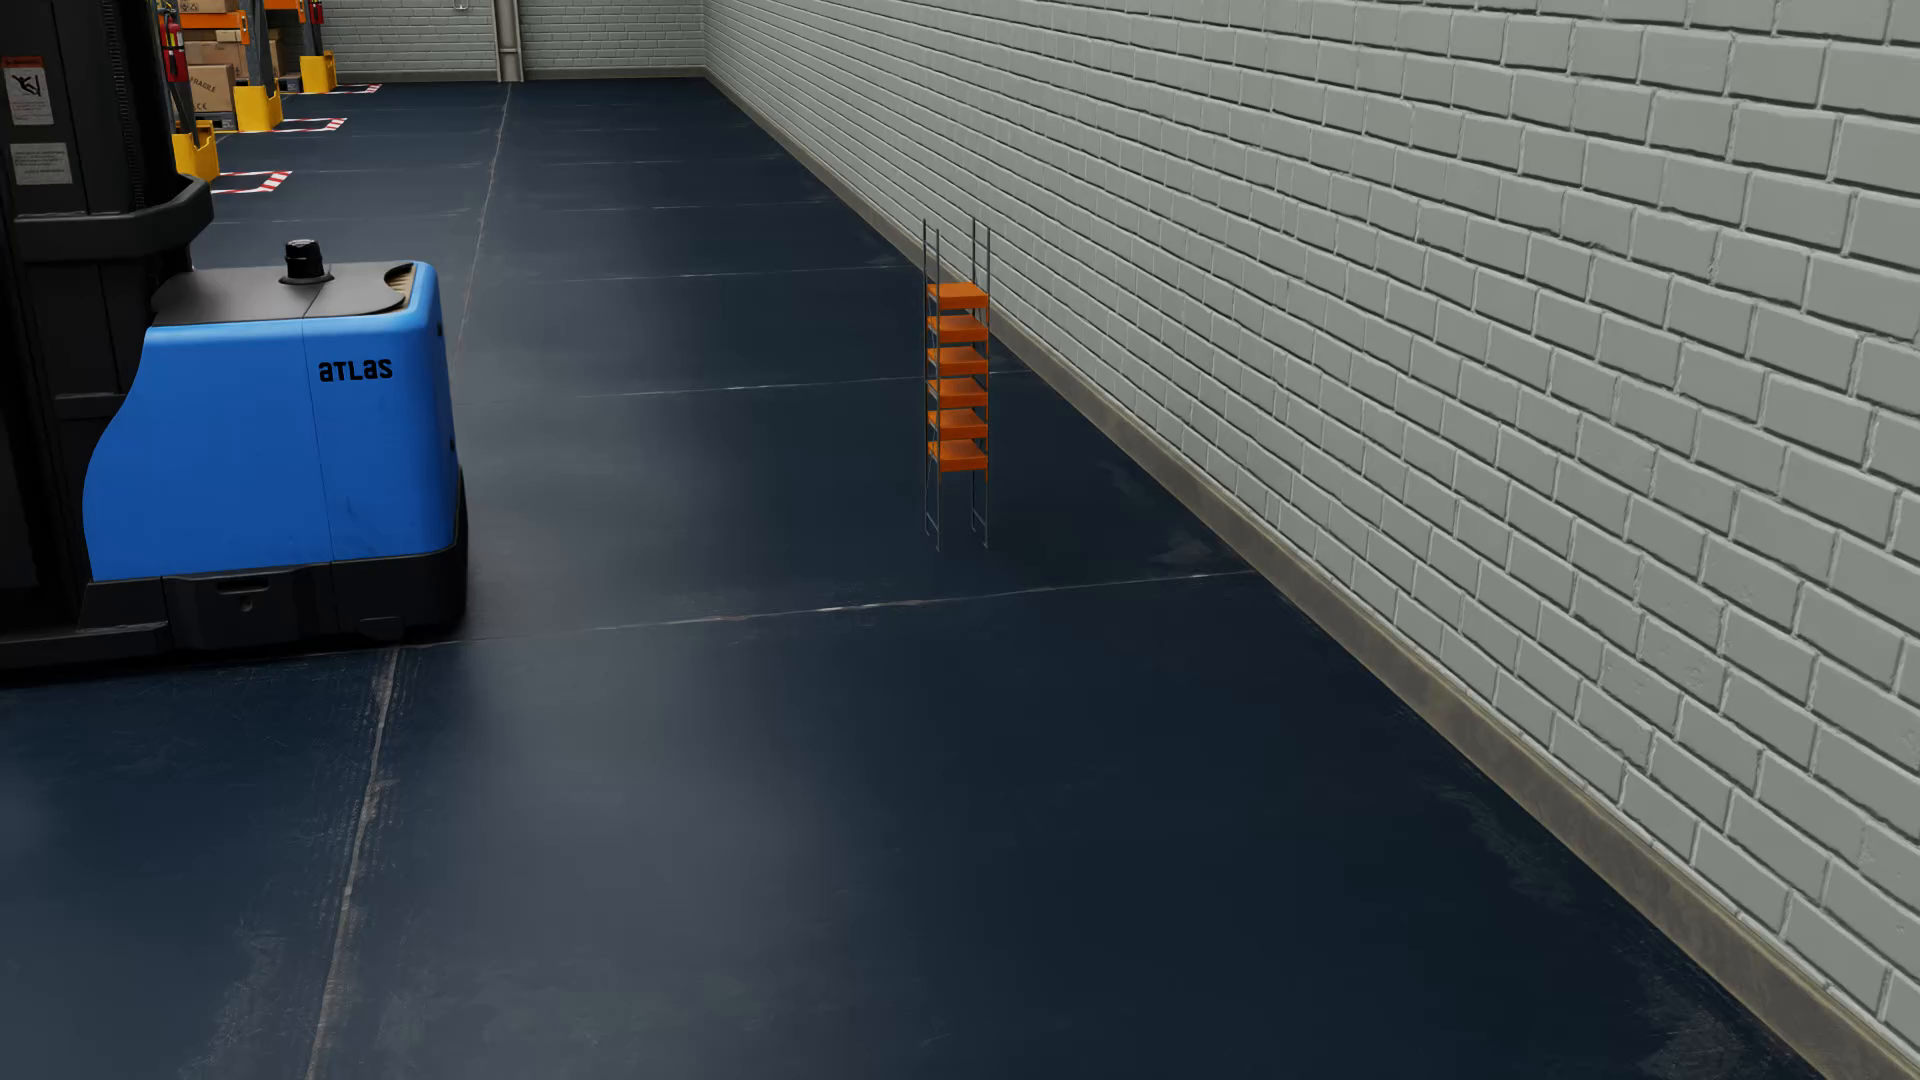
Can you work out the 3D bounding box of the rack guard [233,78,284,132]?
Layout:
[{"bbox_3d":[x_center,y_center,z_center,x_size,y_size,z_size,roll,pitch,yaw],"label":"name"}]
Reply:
[{"bbox_3d":[-8.281,-5.147,19.639,0.348,0.500,1.175,-5,21,-12],"label":"rack guard"}]

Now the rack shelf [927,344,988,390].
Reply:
[{"bbox_3d":[-0.014,-0.633,6.079,0.180,0.103,0.258,-5,21,-12],"label":"rack shelf"}]

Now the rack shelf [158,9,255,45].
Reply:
[{"bbox_3d":[-10.153,-5.831,18.917,4.000,0.370,1.077,-5,21,-12],"label":"rack shelf"}]

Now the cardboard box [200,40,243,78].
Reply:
[{"bbox_3d":[-10.496,-6.880,23.758,0.500,0.500,0.700,-5,21,-13],"label":"cardboard box"}]

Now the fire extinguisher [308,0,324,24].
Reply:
[{"bbox_3d":[-9.097,-7.631,23.440,0.183,0.674,0.296,-5,21,-12],"label":"fire extinguisher"}]

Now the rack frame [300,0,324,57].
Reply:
[{"bbox_3d":[-9.350,-7.985,23.751,0.127,3.000,1.000,-5,21,-12],"label":"rack frame"}]

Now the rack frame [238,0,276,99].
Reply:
[{"bbox_3d":[-8.207,-6.327,19.225,0.127,3.000,1.000,-5,21,-12],"label":"rack frame"}]

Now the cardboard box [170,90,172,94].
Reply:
[{"bbox_3d":[-9.288,-5.255,19.656,0.500,0.250,0.500,-5,21,-12],"label":"cardboard box"}]

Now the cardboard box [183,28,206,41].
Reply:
[{"bbox_3d":[-10.917,-7.220,23.745,0.250,0.149,0.380,-4,21,-12],"label":"cardboard box"}]

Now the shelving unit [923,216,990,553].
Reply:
[{"bbox_3d":[-0.014,-0.562,6.105,0.189,1.200,0.258,-5,21,-12],"label":"shelving unit"}]

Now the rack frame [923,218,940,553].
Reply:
[{"bbox_3d":[-0.103,-0.555,6.085,0.006,1.200,0.240,-5,21,-12],"label":"rack frame"}]

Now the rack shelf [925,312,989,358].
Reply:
[{"bbox_3d":[-0.014,-0.746,6.038,0.180,0.103,0.258,-5,21,-12],"label":"rack shelf"}]

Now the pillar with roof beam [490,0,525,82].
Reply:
[{"bbox_3d":[-5.931,-9.864,20.159,0.400,9.000,9.100,-5,21,-12],"label":"pillar with roof beam"}]

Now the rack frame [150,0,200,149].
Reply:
[{"bbox_3d":[-7.071,-4.669,14.698,0.127,3.000,1.000,-5,21,-12],"label":"rack frame"}]

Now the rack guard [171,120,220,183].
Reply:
[{"bbox_3d":[-7.050,-3.501,15.145,0.348,0.500,1.175,-5,21,-12],"label":"rack guard"}]

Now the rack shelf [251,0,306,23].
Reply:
[{"bbox_3d":[-11.297,-7.489,23.443,4.000,0.370,1.077,-5,21,-12],"label":"rack shelf"}]

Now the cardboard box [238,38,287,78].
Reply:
[{"bbox_3d":[-10.009,-6.919,23.866,0.500,0.500,0.700,-5,21,-12],"label":"cardboard box"}]

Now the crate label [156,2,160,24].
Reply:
[{"bbox_3d":[-7.387,-4.709,14.964,0.303,0.233,0.416,-5,21,-12],"label":"crate label"}]

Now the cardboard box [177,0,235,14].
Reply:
[{"bbox_3d":[-8.580,-6.247,18.863,0.500,0.500,0.500,-4,20,-11],"label":"cardboard box"}]

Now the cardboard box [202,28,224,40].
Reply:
[{"bbox_3d":[-10.669,-7.241,23.801,0.250,0.149,0.380,-4,21,-12],"label":"cardboard box"}]

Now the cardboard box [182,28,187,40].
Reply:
[{"bbox_3d":[-11.166,-7.200,23.689,0.250,0.149,0.380,-4,21,-12],"label":"cardboard box"}]

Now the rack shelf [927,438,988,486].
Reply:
[{"bbox_3d":[-0.014,-0.295,6.203,0.180,0.103,0.258,-5,21,-12],"label":"rack shelf"}]

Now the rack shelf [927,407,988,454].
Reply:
[{"bbox_3d":[-0.014,-0.408,6.162,0.180,0.103,0.258,-5,21,-12],"label":"rack shelf"}]

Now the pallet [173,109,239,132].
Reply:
[{"bbox_3d":[-9.057,-4.948,19.516,1.213,0.211,1.003,-5,21,-12],"label":"pallet"}]

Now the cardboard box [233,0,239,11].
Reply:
[{"bbox_3d":[-8.699,-6.427,19.353,0.500,0.500,0.500,-4,21,-11],"label":"cardboard box"}]

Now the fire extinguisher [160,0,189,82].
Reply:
[{"bbox_3d":[-6.819,-4.317,14.393,0.183,0.674,0.296,-5,21,-12],"label":"fire extinguisher"}]

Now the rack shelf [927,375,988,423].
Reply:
[{"bbox_3d":[-0.014,-0.521,6.120,0.180,0.103,0.258,-5,21,-12],"label":"rack shelf"}]

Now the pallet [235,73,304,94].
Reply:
[{"bbox_3d":[-10.111,-6.586,23.987,1.213,0.211,1.003,-5,21,-12],"label":"pallet"}]

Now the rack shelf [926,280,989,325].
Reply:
[{"bbox_3d":[-0.014,-0.859,5.997,0.180,0.103,0.258,-5,21,-12],"label":"rack shelf"}]

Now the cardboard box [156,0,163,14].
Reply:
[{"bbox_3d":[-9.084,-6.205,18.747,0.500,0.500,0.500,-4,21,-12],"label":"cardboard box"}]

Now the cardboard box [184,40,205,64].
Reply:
[{"bbox_3d":[-10.985,-6.840,23.649,0.500,0.500,0.700,-5,21,-14],"label":"cardboard box"}]

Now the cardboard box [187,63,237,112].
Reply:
[{"bbox_3d":[-8.679,-5.234,19.237,0.500,0.500,0.500,-5,21,-12],"label":"cardboard box"}]

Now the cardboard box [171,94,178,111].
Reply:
[{"bbox_3d":[-9.094,-5.076,19.289,0.250,0.166,0.380,-5,21,-12],"label":"cardboard box"}]

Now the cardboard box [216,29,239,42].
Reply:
[{"bbox_3d":[-10.340,-7.132,23.505,0.250,0.149,0.380,-4,21,-11],"label":"cardboard box"}]

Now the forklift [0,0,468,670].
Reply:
[{"bbox_3d":[-3.205,-1.087,5.021,3.031,2.935,1.130,-5,21,-14],"label":"forklift"}]

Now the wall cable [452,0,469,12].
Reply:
[{"bbox_3d":[-8.322,-8.880,24.718,1.851,1.984,0.084,-5,21,-12],"label":"wall cable"}]

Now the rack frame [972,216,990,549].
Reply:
[{"bbox_3d":[0.075,-0.569,6.125,0.006,1.200,0.240,-5,21,-12],"label":"rack frame"}]

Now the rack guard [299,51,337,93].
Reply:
[{"bbox_3d":[-9.327,-6.813,24.186,0.348,0.500,1.175,-5,21,-12],"label":"rack guard"}]

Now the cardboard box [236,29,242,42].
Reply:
[{"bbox_3d":[-10.092,-7.153,23.560,0.250,0.149,0.380,-5,21,-13],"label":"cardboard box"}]

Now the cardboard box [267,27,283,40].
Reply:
[{"bbox_3d":[-9.933,-7.301,23.965,0.250,0.149,0.380,-5,21,-12],"label":"cardboard box"}]
